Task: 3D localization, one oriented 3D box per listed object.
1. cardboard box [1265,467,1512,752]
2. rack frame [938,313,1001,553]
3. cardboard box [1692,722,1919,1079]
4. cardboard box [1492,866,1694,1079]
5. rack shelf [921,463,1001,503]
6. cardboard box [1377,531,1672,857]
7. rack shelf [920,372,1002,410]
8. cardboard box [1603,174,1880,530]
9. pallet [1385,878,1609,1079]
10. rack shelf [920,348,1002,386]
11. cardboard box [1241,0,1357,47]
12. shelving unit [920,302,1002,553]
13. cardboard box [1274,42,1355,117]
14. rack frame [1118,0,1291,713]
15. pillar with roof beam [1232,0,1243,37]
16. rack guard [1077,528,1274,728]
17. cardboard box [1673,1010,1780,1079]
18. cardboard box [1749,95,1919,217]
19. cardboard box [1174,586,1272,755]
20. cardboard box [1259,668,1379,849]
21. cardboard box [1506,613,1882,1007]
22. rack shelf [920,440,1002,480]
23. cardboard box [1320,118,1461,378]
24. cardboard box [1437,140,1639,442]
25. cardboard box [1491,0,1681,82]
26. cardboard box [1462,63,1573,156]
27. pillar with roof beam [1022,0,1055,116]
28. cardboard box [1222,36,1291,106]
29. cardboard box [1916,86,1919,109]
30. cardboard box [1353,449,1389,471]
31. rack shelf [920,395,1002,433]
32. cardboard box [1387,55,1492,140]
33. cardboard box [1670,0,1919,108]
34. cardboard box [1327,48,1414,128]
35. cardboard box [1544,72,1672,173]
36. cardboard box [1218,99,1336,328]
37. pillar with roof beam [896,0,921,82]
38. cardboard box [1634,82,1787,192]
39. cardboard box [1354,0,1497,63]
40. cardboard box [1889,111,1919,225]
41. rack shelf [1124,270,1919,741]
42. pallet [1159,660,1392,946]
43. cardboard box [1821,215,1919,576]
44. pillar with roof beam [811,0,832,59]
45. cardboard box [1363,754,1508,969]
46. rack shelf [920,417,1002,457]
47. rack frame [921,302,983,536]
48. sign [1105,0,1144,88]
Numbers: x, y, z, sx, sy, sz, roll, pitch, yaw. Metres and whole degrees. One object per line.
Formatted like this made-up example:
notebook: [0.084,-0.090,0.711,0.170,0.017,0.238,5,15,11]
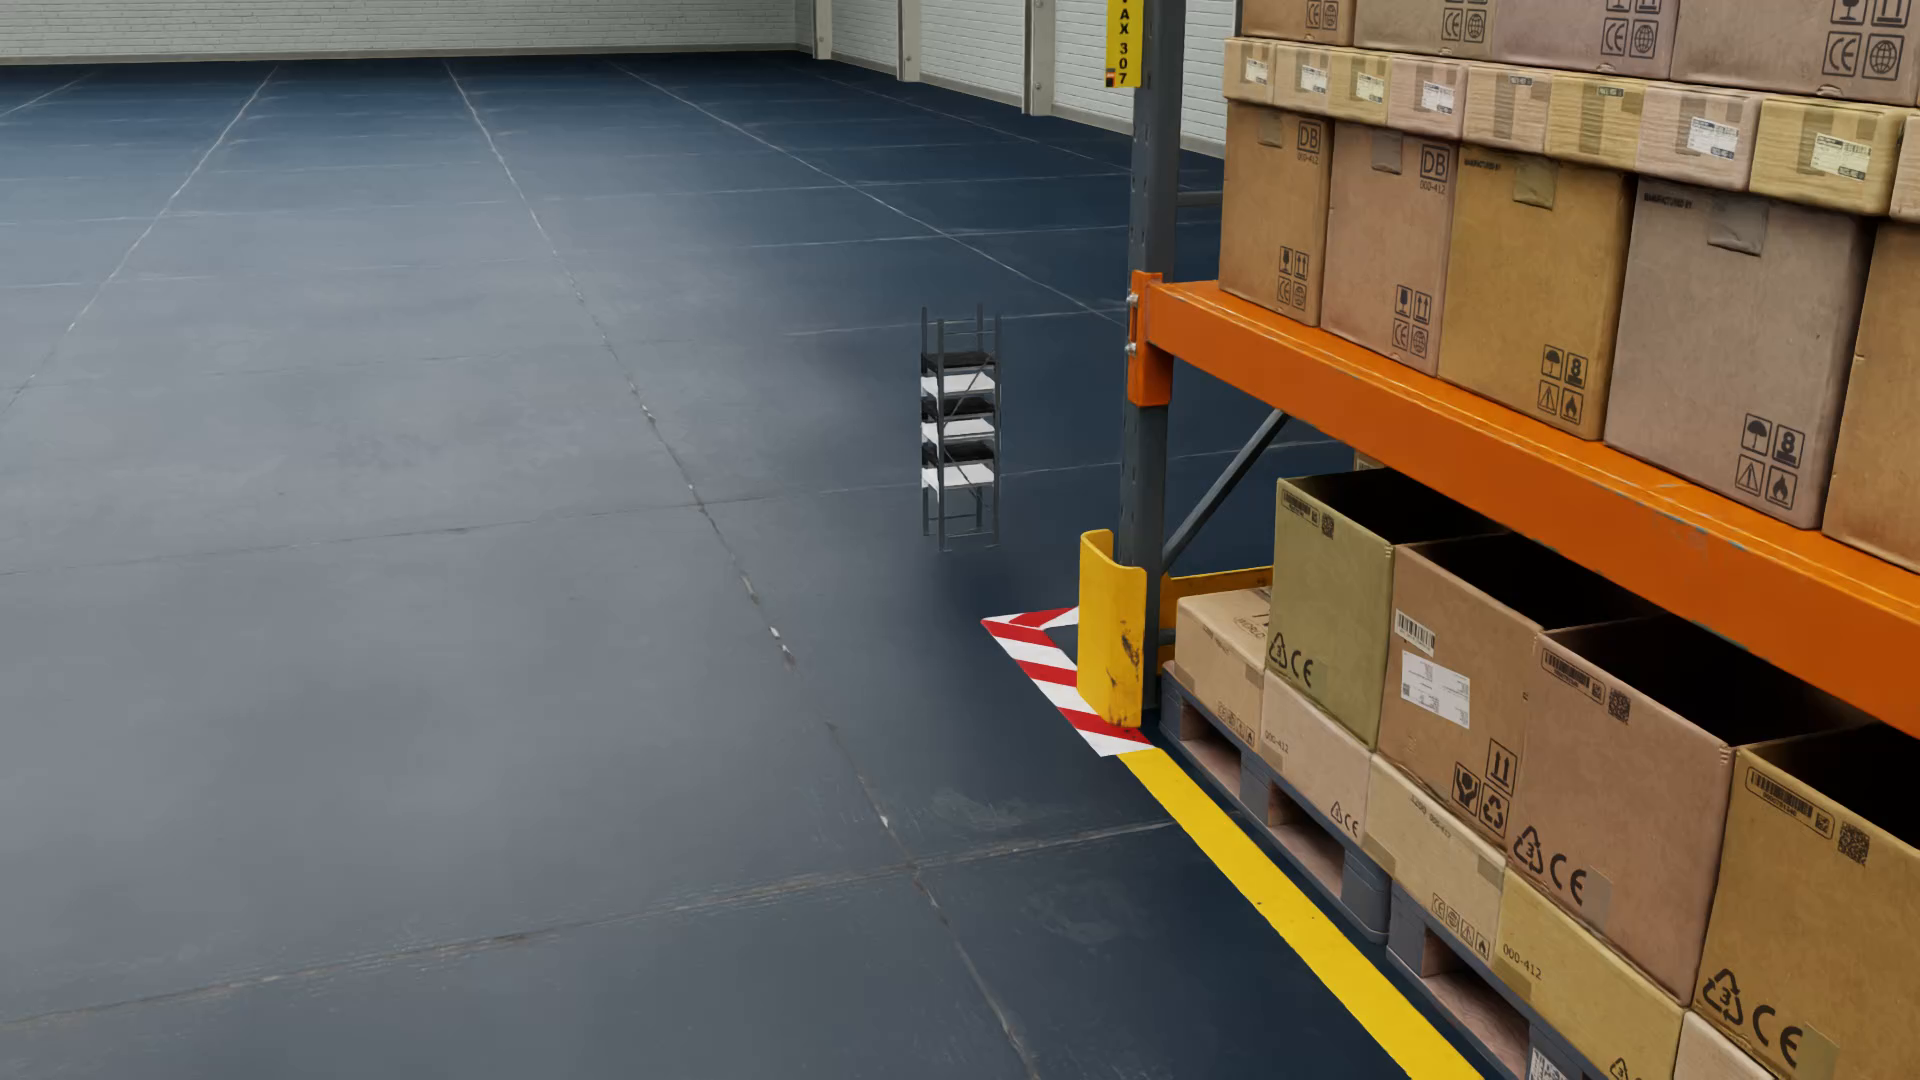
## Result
cardboard box: [1.076,0.136,3.936,0.500,0.500,0.500,-6,21,-17]
rack frame: [0.034,-0.388,6.166,0.240,0.900,0.006,-6,21,-17]
cardboard box: [1.557,0.617,2.599,0.500,0.500,0.500,-6,21,-17]
cardboard box: [1.387,0.811,3.169,0.500,0.250,0.500,-6,21,-17]
rack shelf: [0.003,-0.220,6.329,0.258,0.077,0.200,-6,21,-17]
cardboard box: [1.245,0.295,3.494,0.500,0.500,0.500,-6,21,-17]
rack shelf: [0.003,-0.559,6.208,0.258,0.077,0.200,-6,21,-17]
cardboard box: [1.583,-0.362,2.840,0.700,0.500,0.500,-6,21,-16]
pallet: [1.619,0.981,3.373,1.003,0.211,1.213,-6,21,-17]
rack shelf: [0.003,-0.644,6.177,0.258,0.077,0.200,-6,21,-17]
cardboard box: [1.111,-1.453,3.956,0.700,0.500,0.500,-6,21,-17]
shelving unit: [0.003,-0.421,6.257,0.258,0.900,0.210,-6,21,-17]
cardboard box: [0.964,-1.082,3.885,0.380,0.149,0.250,-7,21,-19]
rack frame: [0.959,-0.963,4.660,1.000,3.000,0.127,-6,21,-17]
pillar with roof beam: [-1.156,-7.575,14.193,9.100,9.000,0.400,-6,21,-17]
rack guard: [0.952,0.206,5.104,1.175,0.500,0.348,-6,21,-17]
cardboard box: [1.545,0.971,2.722,0.500,0.250,0.500,-6,21,-17]
cardboard box: [1.444,-0.589,2.511,0.380,0.149,0.250,-6,21,-15]
cardboard box: [0.917,0.329,4.509,0.500,0.250,0.500,-6,21,-17]
cardboard box: [1.078,0.489,4.064,0.500,0.250,0.500,-6,21,-17]
cardboard box: [1.386,0.458,3.042,0.500,0.500,0.500,-6,21,-17]
rack shelf: [0.003,-0.305,6.299,0.258,0.077,0.200,-6,21,-17]
cardboard box: [1.264,-0.691,3.755,0.700,0.500,0.500,-6,21,-16]
cardboard box: [1.414,-0.531,3.310,0.700,0.500,0.500,-6,21,-17]
cardboard box: [1.440,-1.123,3.038,0.700,0.500,0.500,-6,21,-17]
cardboard box: [1.204,-0.836,3.198,0.380,0.149,0.250,-7,21,-19]
pillar with roof beam: [-3.042,-9.500,19.554,9.100,9.000,0.400,-6,21,-17]
cardboard box: [0.878,-1.167,4.120,0.380,0.149,0.250,-7,21,-18]
cardboard box: [1.754,-0.802,2.144,0.700,0.500,0.500,-6,21,-17]
cardboard box: [1.411,-0.079,4.536,0.500,0.500,0.500,-6,21,-17]
rack shelf: [0.003,-0.474,6.238,0.258,0.077,0.200,-6,21,-17]
cardboard box: [1.118,-0.921,3.435,0.380,0.149,0.250,-7,21,-18]
cardboard box: [1.598,-0.962,2.590,0.700,0.500,0.500,-6,21,-17]
cardboard box: [1.041,-1.002,3.661,0.380,0.149,0.250,-6,21,-17]
cardboard box: [1.285,-0.754,2.970,0.380,0.149,0.250,-7,21,-18]
cardboard box: [1.094,-0.859,4.223,0.700,0.500,0.500,-6,21,-17]
pillar with roof beam: [-4.928,-11.426,24.915,9.100,9.000,0.400,-6,21,-17]
cardboard box: [1.361,-0.673,2.746,0.380,0.149,0.250,-6,21,-17]
cardboard box: [1.281,-1.284,3.488,0.700,0.500,0.500,-7,21,-19]
cardboard box: [1.530,-0.504,2.275,0.380,0.149,0.250,-6,21,-16]
rack shelf: [1.588,0.017,2.995,1.077,0.370,4.000,-6,21,-17]
pallet: [1.240,0.590,4.461,1.003,0.211,1.213,-6,21,-17]
cardboard box: [1.745,-0.198,2.383,0.700,0.500,0.500,-6,21,-16]
pillar with roof beam: [-6.814,-13.351,30.275,9.100,9.000,0.400,-6,21,-17]
cardboard box: [1.234,0.650,3.617,0.500,0.250,0.500,-6,21,-17]
rack shelf: [0.003,-0.390,6.268,0.258,0.077,0.200,-6,21,-17]
rack frame: [-0.029,-0.454,6.348,0.240,0.900,0.006,-6,21,-17]
sign: [0.431,-1.351,4.342,0.100,0.325,0.005,-6,21,-17]
